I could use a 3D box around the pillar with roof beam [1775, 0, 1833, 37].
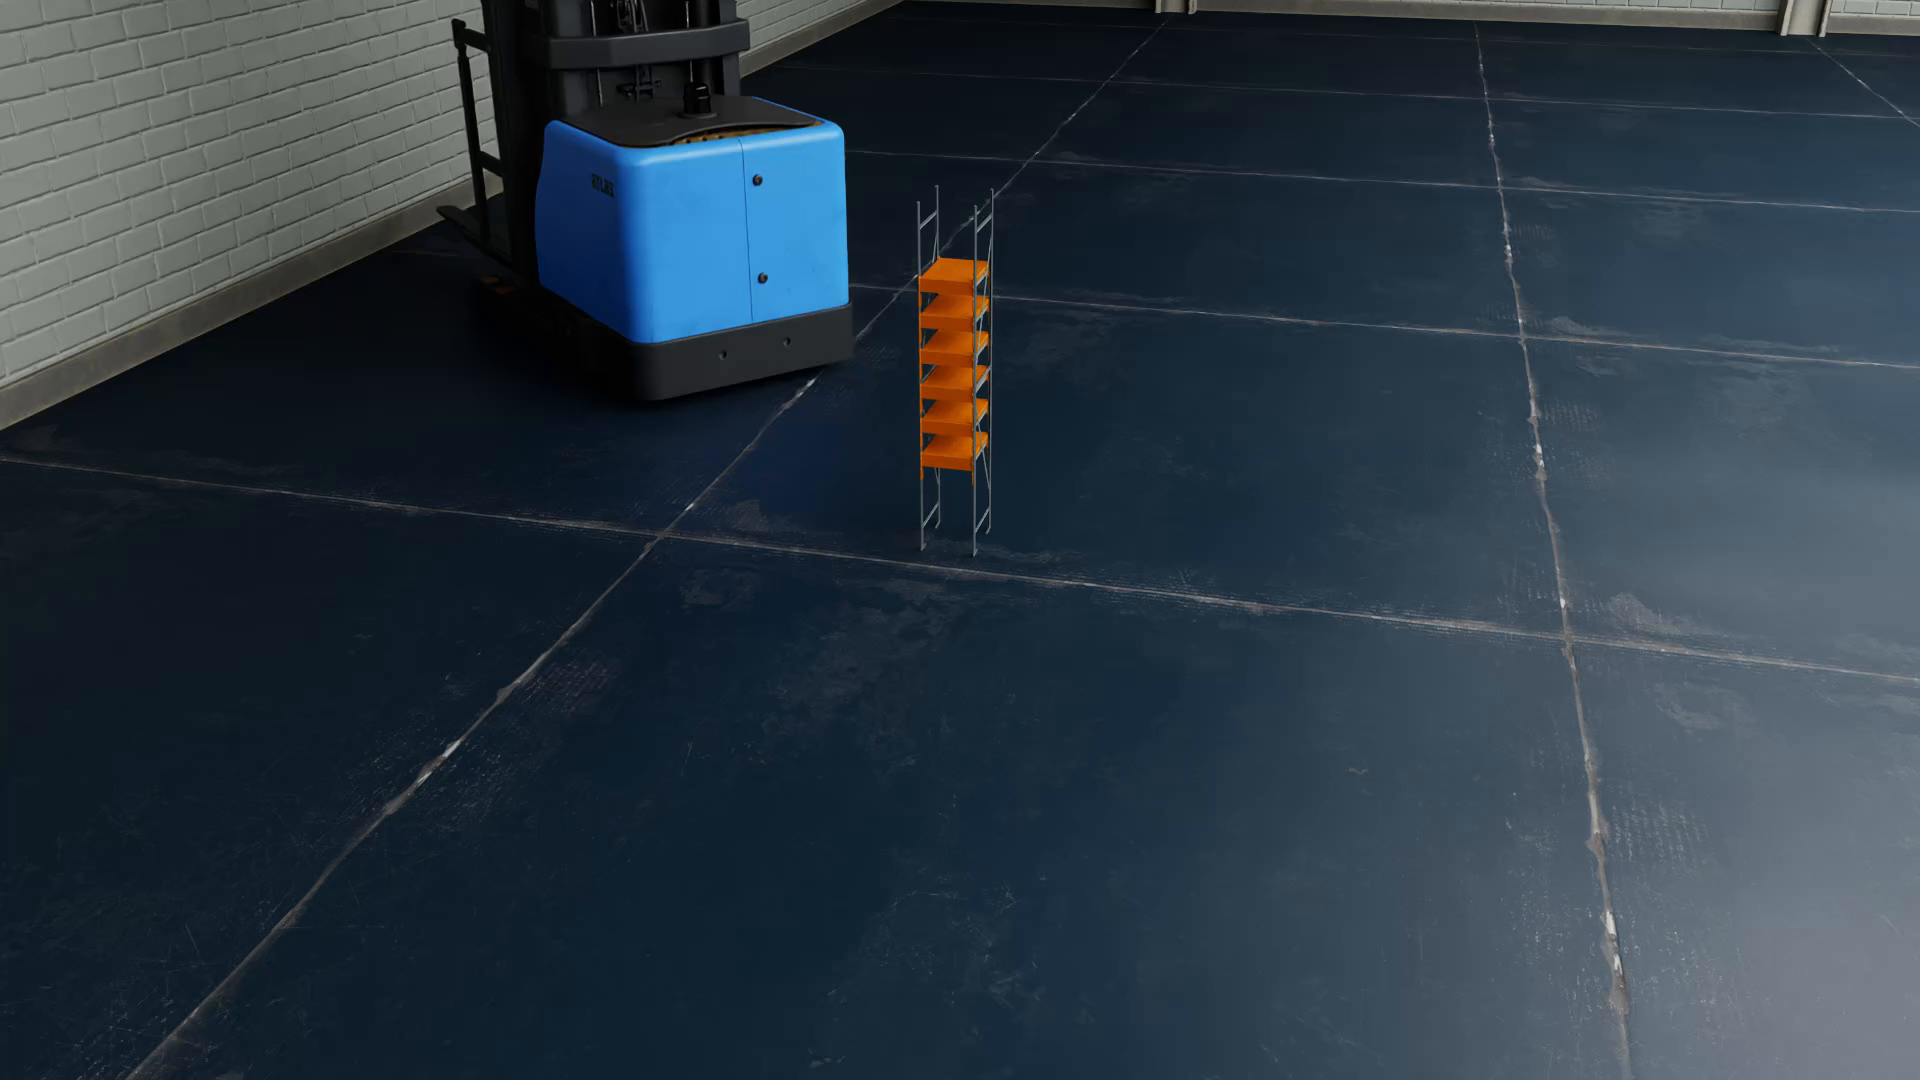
[{"bbox_3d":[6.986,-7.133,10.263,0.400,9.000,9.100,6,26,13],"label":"pillar with roof beam"}]

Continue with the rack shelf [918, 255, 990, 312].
[{"bbox_3d":[-0.014,-0.828,5.360,0.180,0.103,0.258,6,26,13],"label":"rack shelf"}]

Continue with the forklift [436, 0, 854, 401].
[{"bbox_3d":[-1.711,-2.472,7.532,1.130,2.935,3.031,-16,30,-31],"label":"forklift"}]

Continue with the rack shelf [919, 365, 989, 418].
[{"bbox_3d":[-0.014,-0.503,5.514,0.180,0.103,0.258,6,26,13],"label":"rack shelf"}]

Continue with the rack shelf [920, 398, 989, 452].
[{"bbox_3d":[-0.014,-0.395,5.566,0.180,0.103,0.258,6,26,13],"label":"rack shelf"}]

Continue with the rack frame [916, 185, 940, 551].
[{"bbox_3d":[-0.103,-0.553,5.516,0.006,1.200,0.240,6,26,13],"label":"rack frame"}]

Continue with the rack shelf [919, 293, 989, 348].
[{"bbox_3d":[-0.014,-0.720,5.411,0.180,0.103,0.258,6,26,13],"label":"rack shelf"}]

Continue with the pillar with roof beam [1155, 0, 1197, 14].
[{"bbox_3d":[1.175,-7.775,11.613,0.400,9.000,9.100,6,26,13],"label":"pillar with roof beam"}]

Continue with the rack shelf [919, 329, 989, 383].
[{"bbox_3d":[-0.014,-0.612,5.463,0.180,0.103,0.258,6,26,13],"label":"rack shelf"}]

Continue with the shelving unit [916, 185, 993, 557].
[{"bbox_3d":[-0.014,-0.543,5.495,0.189,1.200,0.258,6,26,13],"label":"shelving unit"}]

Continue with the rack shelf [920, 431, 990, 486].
[{"bbox_3d":[-0.014,-0.286,5.618,0.180,0.103,0.258,6,26,13],"label":"rack shelf"}]

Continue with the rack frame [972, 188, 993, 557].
[{"bbox_3d":[0.075,-0.533,5.475,0.006,1.200,0.240,6,26,13],"label":"rack frame"}]
